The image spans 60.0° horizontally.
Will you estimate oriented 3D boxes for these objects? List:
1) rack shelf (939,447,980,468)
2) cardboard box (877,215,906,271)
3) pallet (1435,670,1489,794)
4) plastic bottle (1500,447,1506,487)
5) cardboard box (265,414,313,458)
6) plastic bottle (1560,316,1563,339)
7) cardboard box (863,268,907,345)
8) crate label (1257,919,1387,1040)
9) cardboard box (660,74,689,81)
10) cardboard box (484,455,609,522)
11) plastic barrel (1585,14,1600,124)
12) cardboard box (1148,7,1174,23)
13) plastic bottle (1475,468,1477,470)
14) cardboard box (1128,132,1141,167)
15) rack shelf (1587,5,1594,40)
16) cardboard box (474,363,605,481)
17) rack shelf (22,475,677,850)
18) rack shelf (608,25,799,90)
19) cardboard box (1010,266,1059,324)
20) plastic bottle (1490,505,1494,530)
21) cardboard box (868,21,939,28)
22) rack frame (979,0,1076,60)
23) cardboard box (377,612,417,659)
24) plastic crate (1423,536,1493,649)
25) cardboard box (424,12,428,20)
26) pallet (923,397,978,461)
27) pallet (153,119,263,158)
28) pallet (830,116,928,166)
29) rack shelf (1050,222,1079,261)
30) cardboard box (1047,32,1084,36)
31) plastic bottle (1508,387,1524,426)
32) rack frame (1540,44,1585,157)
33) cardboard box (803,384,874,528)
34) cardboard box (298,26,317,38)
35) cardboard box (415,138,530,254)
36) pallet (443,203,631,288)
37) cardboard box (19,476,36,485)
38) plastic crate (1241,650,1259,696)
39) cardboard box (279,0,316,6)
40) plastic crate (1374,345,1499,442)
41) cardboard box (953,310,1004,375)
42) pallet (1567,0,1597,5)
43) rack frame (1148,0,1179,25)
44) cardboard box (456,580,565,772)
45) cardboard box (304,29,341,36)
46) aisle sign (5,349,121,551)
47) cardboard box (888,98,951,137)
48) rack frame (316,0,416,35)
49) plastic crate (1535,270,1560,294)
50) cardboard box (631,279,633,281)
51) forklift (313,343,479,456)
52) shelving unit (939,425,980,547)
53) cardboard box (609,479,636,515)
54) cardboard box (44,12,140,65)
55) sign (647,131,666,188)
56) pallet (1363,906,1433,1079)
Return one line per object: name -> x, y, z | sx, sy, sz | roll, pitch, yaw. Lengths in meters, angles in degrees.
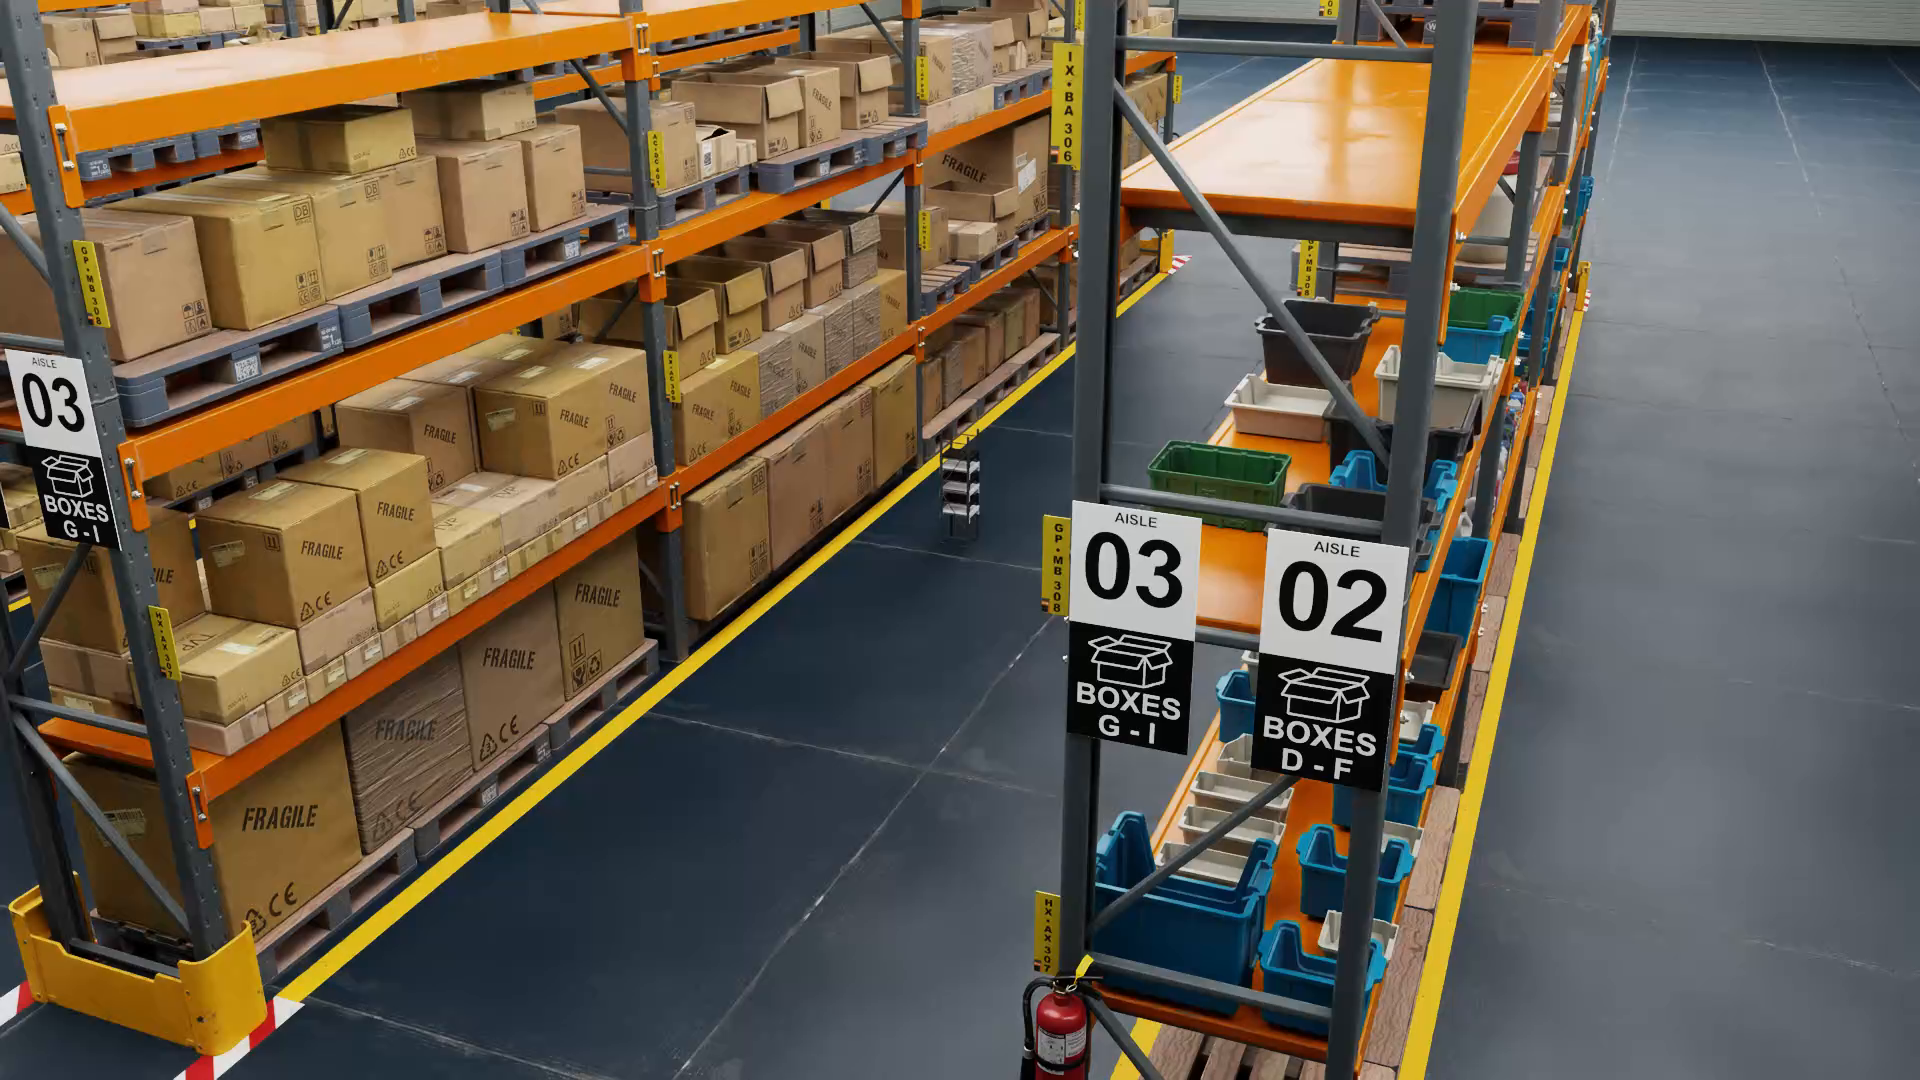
rack shelf -> -0.003, -0.631, 12.701 | 0.258, 0.077, 0.200 | 9, 24, 20
cardboard box -> -0.645, -2.521, 14.442 | 0.500, 0.500, 0.500 | 6, 23, 14
pallet -> 2.630, 1.075, 10.125 | 1.003, 0.211, 1.213 | 9, 24, 20
plastic bottle -> 3.329, -0.445, 10.314 | 0.097, 0.271, 0.097 | 0, 23, 0
cardboard box -> -5.964, -1.043, 14.276 | 0.500, 0.500, 0.500 | 9, 24, 21
plastic bottle -> 6.189, -2.234, 17.296 | 0.144, 0.351, 0.185 | 9, 24, 20
cardboard box -> -0.762, -1.916, 13.539 | 0.500, 0.500, 0.500 | 10, 25, 22
crate label -> 1.216, 1.498, 5.633 | 0.416, 0.233, 0.303 | 9, 24, 20
cardboard box -> -3.297, -5.341, 20.273 | 0.875, 0.550, 0.550 | 9, 24, 20
cardboard box -> -2.404, -0.338, 9.698 | 0.500, 0.250, 0.500 | 10, 24, 22
plastic barrel -> 5.046, -3.973, 14.050 | 0.600, 0.901, 0.600 | 0, 23, 0
cardboard box -> 2.350, -6.300, 19.948 | 0.380, 0.149, 0.250 | 9, 24, 20
plastic bottle -> 3.138, -0.387, 10.264 | 0.097, 0.201, 0.097 | 0, 23, 0
cardboard box -> 1.633, -4.567, 19.498 | 0.875, 0.500, 0.500 | 9, 24, 20
rack shelf -> 4.533, -4.340, 13.141 | 1.077, 0.370, 4.000 | 9, 24, 20
cardboard box -> -2.407, -0.683, 9.552 | 0.500, 0.500, 0.500 | 9, 24, 21
rack shelf -> -3.037, 0.397, 9.064 | 1.077, 0.370, 4.000 | 9, 24, 20
rack shelf -> -3.147, -6.028, 20.553 | 1.077, 0.370, 4.000 | 9, 24, 20
cardboard box -> 0.863, -2.691, 18.222 | 0.500, 0.500, 0.500 | 8, 24, 18
plastic bottle -> 3.071, -0.164, 9.732 | 0.097, 0.201, 0.097 | 0, 23, 0
cardboard box -> -0.485, -4.310, 14.728 | 0.500, 0.500, 0.500 | 9, 24, 21
rack frame -> 0.678, -6.282, 16.336 | 1.000, 3.000, 0.127 | 9, 24, 20
cardboard box -> -2.962, 0.449, 8.332 | 0.380, 0.149, 0.250 | 8, 24, 19
plastic crate -> 2.448, 0.254, 8.416 | 0.392, 0.384, 0.575 | 9, 24, 20
cardboard box -> -7.307, -7.103, 22.520 | 0.380, 0.149, 0.250 | 9, 24, 20
pallet -> -0.517, -1.075, 15.272 | 1.003, 0.211, 1.213 | 9, 24, 20
pallet -> -6.151, -3.272, 13.265 | 1.213, 0.211, 1.003 | 9, 24, 20
pallet -> -0.998, -3.141, 12.954 | 1.213, 0.211, 1.003 | 10, 25, 22
rack shelf -> 1.420, -3.897, 19.344 | 1.077, 0.370, 4.000 | 9, 24, 20
cardboard box -> 1.120, -5.190, 17.291 | 0.380, 0.149, 0.250 | 8, 24, 17
plastic bottle -> 3.818, -0.917, 11.443 | 0.097, 0.271, 0.097 | 0, 23, 0
rack frame -> 3.790, -4.141, 11.212 | 1.000, 3.000, 0.127 | 9, 24, 20
cardboard box -> -1.422, -0.734, 13.049 | 1.225, 0.875, 0.875 | 9, 24, 20
cardboard box -> -8.176, -6.278, 20.544 | 0.380, 0.149, 0.250 | 8, 24, 19
cardboard box -> -2.733, -1.840, 8.791 | 0.700, 0.500, 0.500 | 10, 25, 23
pallet -> -2.608, -1.703, 9.380 | 1.003, 0.211, 1.213 | 9, 24, 20
cardboard box -> -6.752, -0.385, 12.385 | 0.380, 0.149, 0.250 | 9, 24, 22
plastic crate -> 1.566, 0.605, 7.707 | 0.437, 0.282, 0.530 | 9, 24, 20
cardboard box -> -8.103, -6.634, 20.364 | 0.380, 0.149, 0.250 | 8, 24, 19
plastic crate -> 1.929, -0.589, 6.752 | 0.437, 0.282, 0.530 | 9, 24, 20
cardboard box -> 0.027, -1.978, 16.489 | 0.700, 0.500, 0.500 | 7, 24, 15
pallet -> 3.494, -3.616, 10.718 | 1.213, 0.211, 1.003 | 9, 24, 20
rack frame -> 2.163, -7.713, 19.763 | 1.000, 3.000, 0.127 | 9, 24, 20
cardboard box -> -2.948, 0.683, 9.658 | 0.875, 0.875, 0.875 | 9, 24, 20
cardboard box -> -5.462, -4.244, 14.227 | 0.396, 0.266, 0.258 | 9, 24, 20
aisle sign -> -3.528, -0.350, 6.546 | 0.394, 0.787, 0.004 | 9, 24, 20
cardboard box -> -0.397, -3.529, 13.832 | 0.500, 0.250, 0.500 | 9, 24, 21
rack frame -> -5.376, -5.597, 14.696 | 1.000, 3.000, 0.127 | 9, 24, 20
plastic crate -> 4.675, -1.937, 13.635 | 0.402, 0.464, 0.583 | 9, 24, 20
cardboard box -> -4.037, -3.180, 19.069 | 1.050, 0.750, 0.750 | 9, 24, 20
forklift -> -4.212, -1.301, 12.283 | 1.130, 2.935, 3.031 | -18, 29, -36
shelving unit -> -0.003, -0.412, 12.792 | 0.258, 0.900, 0.210 | 9, 24, 20
cardboard box -> -2.199, -0.286, 10.092 | 0.380, 0.149, 0.250 | 9, 24, 21
cardboard box -> -9.469, -5.483, 18.181 | 0.797, 0.503, 0.637 | 9, 24, 20
sign -> -1.778, -2.231, 9.757 | 0.100, 0.325, 0.005 | 9, 24, 20
pallet -> 1.616, 2.052, 7.786 | 1.003, 0.211, 1.213 | 9, 24, 20
